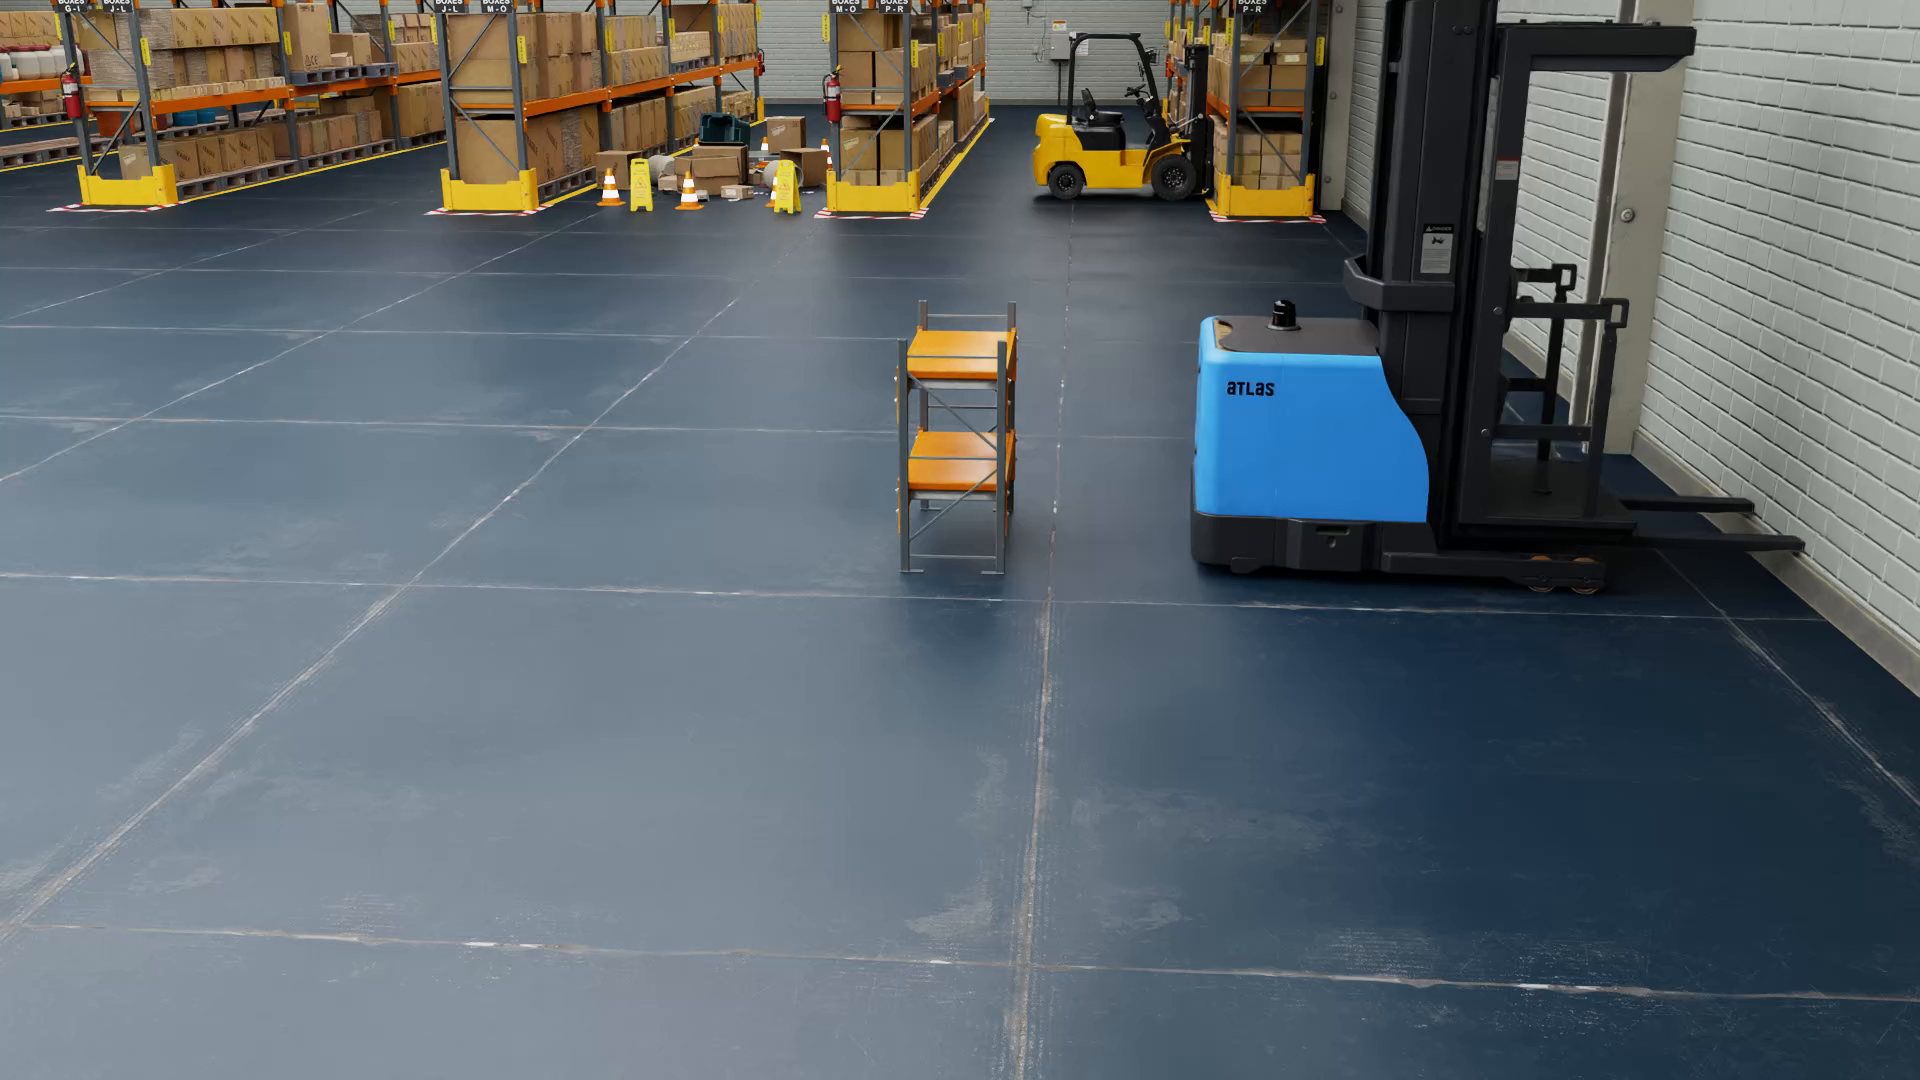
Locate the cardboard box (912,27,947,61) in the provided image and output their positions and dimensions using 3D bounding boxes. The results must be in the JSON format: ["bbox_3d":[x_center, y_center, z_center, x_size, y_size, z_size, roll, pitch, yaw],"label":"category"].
[{"bbox_3d":[-0.471,-7.571,25.398,0.500,0.500,0.500,1,18,4],"label":"cardboard box"}]

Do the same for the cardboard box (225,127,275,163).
[{"bbox_3d":[-10.779,-5.997,25.248,0.500,0.500,0.500,1,18,2],"label":"cardboard box"}]

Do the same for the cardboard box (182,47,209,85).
[{"bbox_3d":[-10.935,-6.538,22.920,0.875,0.500,0.500,1,18,4],"label":"cardboard box"}]

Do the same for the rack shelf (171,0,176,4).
[{"bbox_3d":[-15.220,-10.166,30.970,1.077,0.370,4.000,1,18,4],"label":"rack shelf"}]

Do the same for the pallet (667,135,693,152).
[{"bbox_3d":[-5.426,-7.127,29.833,1.003,0.211,1.213,1,18,4],"label":"pallet"}]

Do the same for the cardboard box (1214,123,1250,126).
[{"bbox_3d":[3.662,-5.526,22.607,0.500,0.250,0.500,1,18,3],"label":"cardboard box"}]

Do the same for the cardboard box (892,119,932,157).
[{"bbox_3d":[-0.670,-5.631,23.327,0.500,0.500,0.500,2,18,7],"label":"cardboard box"}]

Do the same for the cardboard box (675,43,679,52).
[{"bbox_3d":[-5.215,-8.743,29.541,0.380,0.149,0.250,1,18,2],"label":"cardboard box"}]

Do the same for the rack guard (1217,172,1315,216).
[{"bbox_3d":[3.837,-4.340,20.866,1.175,0.500,0.348,1,18,4],"label":"rack guard"}]

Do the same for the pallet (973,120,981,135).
[{"bbox_3d":[-0.119,-8.281,33.358,1.003,0.211,1.213,1,18,4],"label":"pallet"}]

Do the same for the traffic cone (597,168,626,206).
[{"bbox_3d":[-4.602,-4.652,21.877,0.336,0.463,0.334,1,18,4],"label":"traffic cone"}]

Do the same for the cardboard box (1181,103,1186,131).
[{"bbox_3d":[4.372,-7.809,30.776,0.500,0.500,0.500,1,18,2],"label":"cardboard box"}]

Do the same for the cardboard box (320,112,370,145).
[{"bbox_3d":[-10.478,-6.991,28.250,0.700,0.500,0.500,0,18,-1],"label":"cardboard box"}]

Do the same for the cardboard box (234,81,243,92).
[{"bbox_3d":[-10.571,-6.529,23.935,0.380,0.149,0.250,1,18,4],"label":"cardboard box"}]

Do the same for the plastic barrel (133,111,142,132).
[{"bbox_3d":[-15.394,-7.809,30.758,0.421,0.512,0.421,0,18,0],"label":"plastic barrel"}]

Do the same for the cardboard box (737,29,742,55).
[{"bbox_3d":[-4.800,-10.265,34.295,0.500,0.500,0.500,2,18,7],"label":"cardboard box"}]

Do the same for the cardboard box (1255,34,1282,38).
[{"bbox_3d":[4.339,-7.010,23.318,0.380,0.149,0.250,1,18,3],"label":"cardboard box"}]

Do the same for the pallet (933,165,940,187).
[{"bbox_3d":[-0.838,-5.353,24.421,1.003,0.211,1.213,1,18,4],"label":"pallet"}]

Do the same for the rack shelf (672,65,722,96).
[{"bbox_3d":[-5.340,-8.488,30.666,1.077,0.370,4.000,1,18,4],"label":"rack shelf"}]

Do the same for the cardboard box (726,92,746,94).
[{"bbox_3d":[-4.744,-9.412,35.278,0.380,0.149,0.250,1,18,2],"label":"cardboard box"}]

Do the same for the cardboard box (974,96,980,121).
[{"bbox_3d":[-0.036,-8.825,33.978,0.875,0.438,0.875,1,18,2],"label":"cardboard box"}]

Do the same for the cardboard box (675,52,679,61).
[{"bbox_3d":[-5.212,-8.591,29.552,0.380,0.149,0.250,2,18,7],"label":"cardboard box"}]

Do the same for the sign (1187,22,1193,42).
[{"bbox_3d":[3.870,-8.542,27.942,0.100,0.325,0.005,1,18,4],"label":"sign"}]

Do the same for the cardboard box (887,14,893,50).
[{"bbox_3d":[-1.250,-6.630,21.595,0.700,0.500,0.500,1,18,4],"label":"cardboard box"}]

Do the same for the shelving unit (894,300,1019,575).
[{"bbox_3d":[0.000,-0.537,8.254,0.538,1.125,1.048,1,18,4],"label":"shelving unit"}]

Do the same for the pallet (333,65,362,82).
[{"bbox_3d":[-10.524,-7.644,27.243,1.003,0.211,1.213,1,18,4],"label":"pallet"}]

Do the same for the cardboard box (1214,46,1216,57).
[{"bbox_3d":[3.741,-6.804,23.167,0.380,0.149,0.250,2,18,5],"label":"cardboard box"}]

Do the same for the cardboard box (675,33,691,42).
[{"bbox_3d":[-5.143,-9.197,30.446,0.380,0.149,0.250,1,18,3],"label":"cardboard box"}]

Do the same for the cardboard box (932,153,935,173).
[{"bbox_3d":[-0.628,-5.425,23.904,0.500,0.250,0.500,1,18,2],"label":"cardboard box"}]

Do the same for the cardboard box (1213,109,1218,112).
[{"bbox_3d":[4.315,-6.695,27.176,0.875,0.625,0.625,2,18,6],"label":"cardboard box"}]

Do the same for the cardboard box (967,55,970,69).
[{"bbox_3d":[-0.070,-8.998,31.307,0.500,0.250,0.500,1,18,3],"label":"cardboard box"}]

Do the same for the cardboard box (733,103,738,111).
[{"bbox_3d":[-4.795,-8.946,34.333,0.380,0.149,0.250,1,18,3],"label":"cardboard box"}]

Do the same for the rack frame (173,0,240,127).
[{"bbox_3d":[-15.077,-9.704,33.221,1.000,3.000,0.127,1,18,4],"label":"rack frame"}]

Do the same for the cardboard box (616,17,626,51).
[{"bbox_3d":[-5.669,-7.960,26.133,0.700,0.500,0.500,1,18,4],"label":"cardboard box"}]

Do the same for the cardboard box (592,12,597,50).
[{"bbox_3d":[-5.831,-7.437,24.328,0.875,0.550,0.550,1,18,4],"label":"cardboard box"}]

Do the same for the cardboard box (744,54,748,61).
[{"bbox_3d":[-4.704,-10.232,35.237,0.380,0.149,0.250,2,18,5],"label":"cardboard box"}]

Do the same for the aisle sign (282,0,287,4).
[{"bbox_3d":[-15.081,-12.211,36.696,0.394,0.787,0.004,1,18,4],"label":"aisle sign"}]

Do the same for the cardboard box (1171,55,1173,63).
[{"bbox_3d":[4.547,-9.891,34.194,0.380,0.149,0.250,1,18,2],"label":"cardboard box"}]

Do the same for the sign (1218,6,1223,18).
[{"bbox_3d":[5.538,-11.187,35.379,0.100,0.325,0.005,1,18,4],"label":"sign"}]

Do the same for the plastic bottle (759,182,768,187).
[{"bbox_3d":[-2.789,-5.132,23.988,0.133,0.061,0.283,4,19,13],"label":"plastic bottle"}]

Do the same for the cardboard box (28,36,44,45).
[{"bbox_3d":[-19.637,-10.330,34.970,0.500,0.500,0.500,1,18,4],"label":"cardboard box"}]

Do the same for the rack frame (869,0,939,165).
[{"bbox_3d":[-0.826,-6.888,24.626,1.000,3.000,0.127,1,18,4],"label":"rack frame"}]

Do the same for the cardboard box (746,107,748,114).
[{"bbox_3d":[-4.762,-9.208,35.611,0.380,0.149,0.250,1,18,4],"label":"cardboard box"}]

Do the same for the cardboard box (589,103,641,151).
[{"bbox_3d":[-5.742,-6.591,26.660,1.050,0.750,0.750,1,18,4],"label":"cardboard box"}]

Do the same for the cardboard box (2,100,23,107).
[{"bbox_3d":[-20.205,-9.163,35.182,0.500,0.311,0.500,1,18,4],"label":"cardboard box"}]

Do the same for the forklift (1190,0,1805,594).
[{"bbox_3d":[2.662,-1.319,7.740,3.031,2.935,1.130,2,18,7],"label":"forklift"}]

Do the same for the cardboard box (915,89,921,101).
[{"bbox_3d":[-0.714,-5.864,21.905,0.380,0.149,0.250,2,18,5],"label":"cardboard box"}]

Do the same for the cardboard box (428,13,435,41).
[{"bbox_3d":[-10.235,-9.706,31.456,0.797,0.503,0.637,1,18,5],"label":"cardboard box"}]

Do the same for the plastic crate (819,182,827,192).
[{"bbox_3d":[-1.756,-5.031,23.648,0.402,0.080,0.583,-5,19,-15],"label":"plastic crate"}]

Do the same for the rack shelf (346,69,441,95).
[{"bbox_3d":[-10.280,-8.630,31.100,1.077,0.370,4.000,1,18,4],"label":"rack shelf"}]
